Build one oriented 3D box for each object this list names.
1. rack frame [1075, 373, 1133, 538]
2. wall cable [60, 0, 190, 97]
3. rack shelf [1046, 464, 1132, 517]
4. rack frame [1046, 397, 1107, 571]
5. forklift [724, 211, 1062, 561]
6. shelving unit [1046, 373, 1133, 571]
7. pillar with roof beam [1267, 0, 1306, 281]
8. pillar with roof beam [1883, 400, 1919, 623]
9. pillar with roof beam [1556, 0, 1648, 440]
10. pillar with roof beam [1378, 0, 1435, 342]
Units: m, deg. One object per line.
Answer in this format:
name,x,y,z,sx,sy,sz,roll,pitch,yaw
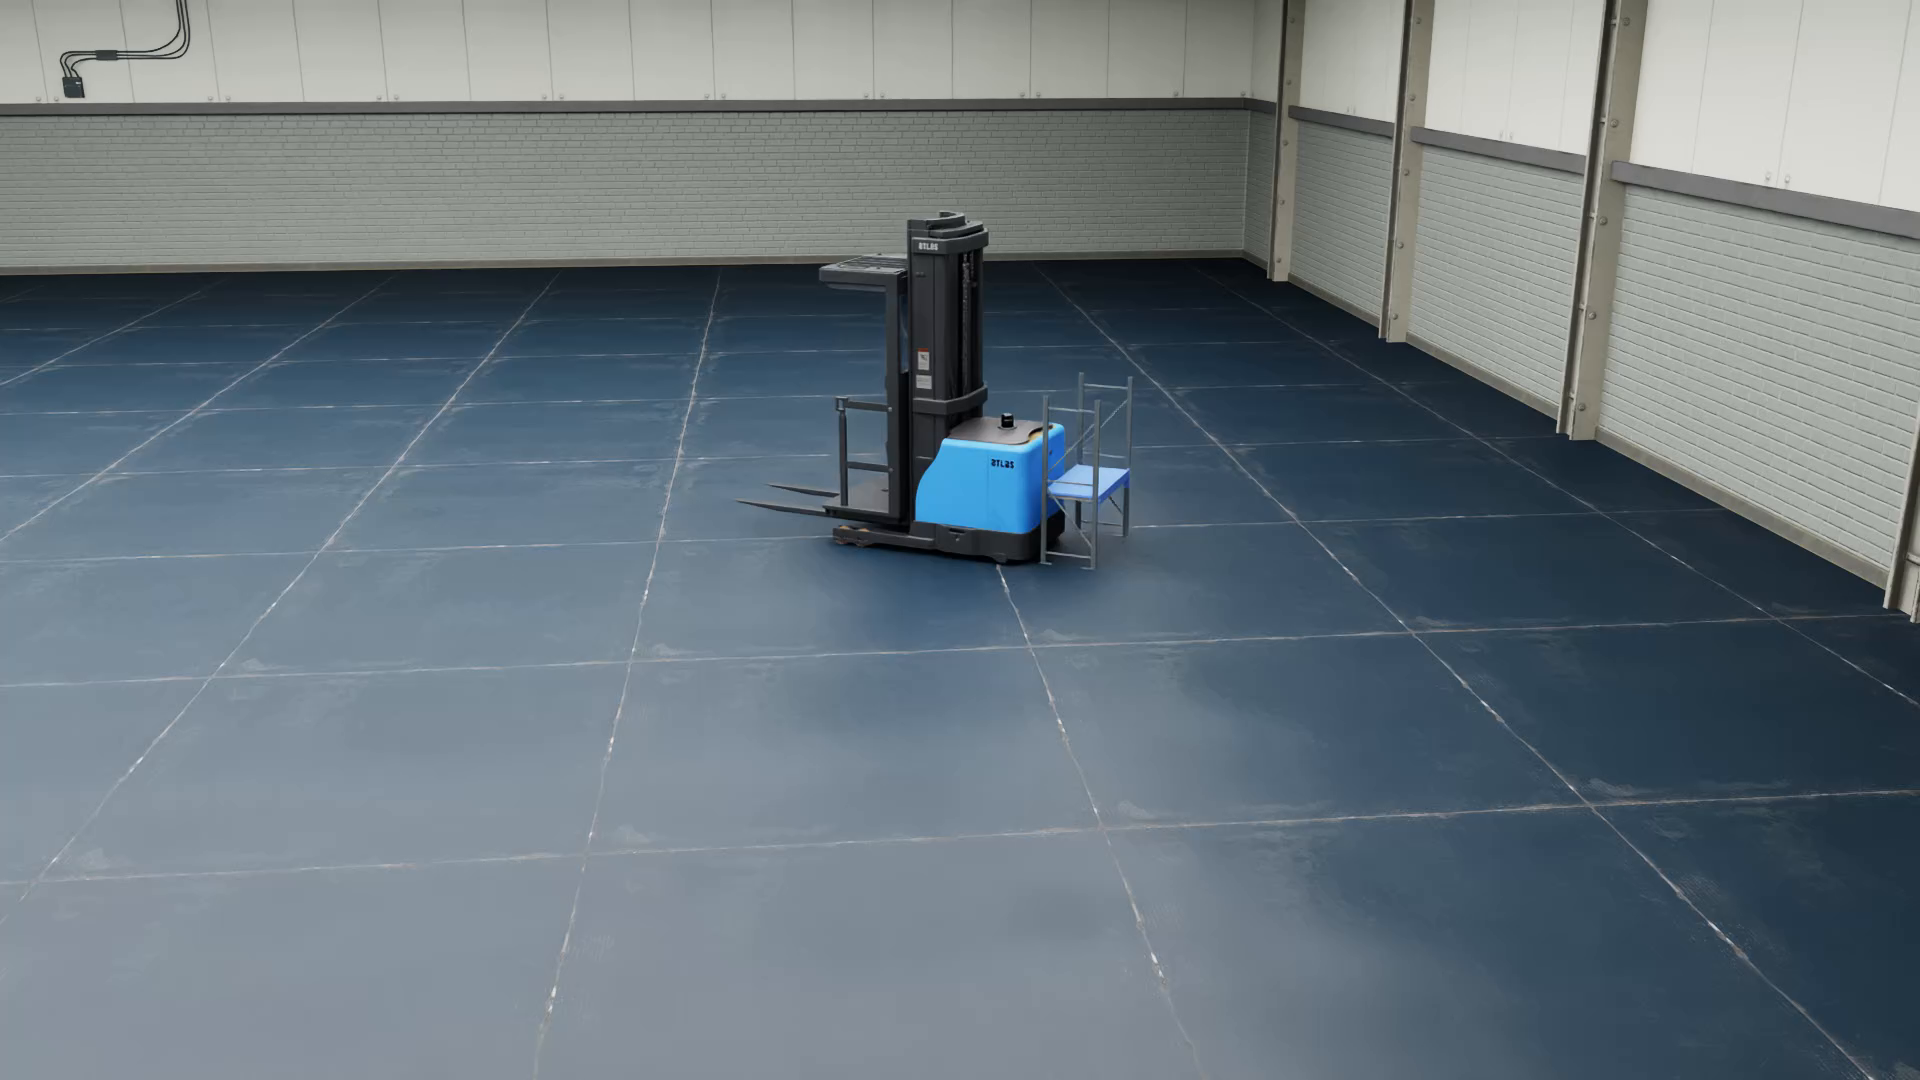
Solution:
rack frame,1.311,-0.765,15.182,0.500,1.500,0.032,6,18,17
wall cable,-15.051,-10.920,29.331,2.305,6.003,0.169,-2,18,-6
rack shelf,1.153,-0.448,14.775,0.538,0.185,1.000,6,18,17
rack frame,0.994,-0.475,14.260,0.500,1.500,0.032,6,18,17
forklift,-0.635,-1.443,14.953,3.031,2.935,1.130,5,18,14
shelving unit,1.153,-0.620,14.721,0.538,1.500,1.048,6,18,17
pillar with roof beam,1.543,-8.930,28.671,9.100,9.000,0.400,-2,18,-6
pillar with roof beam,3.400,-3.567,11.589,9.100,9.000,0.400,-2,18,-6
pillar with roof beam,2.781,-5.355,17.283,9.100,9.000,0.400,-2,18,-6
pillar with roof beam,2.162,-7.142,22.977,9.100,9.000,0.400,-2,18,-6
